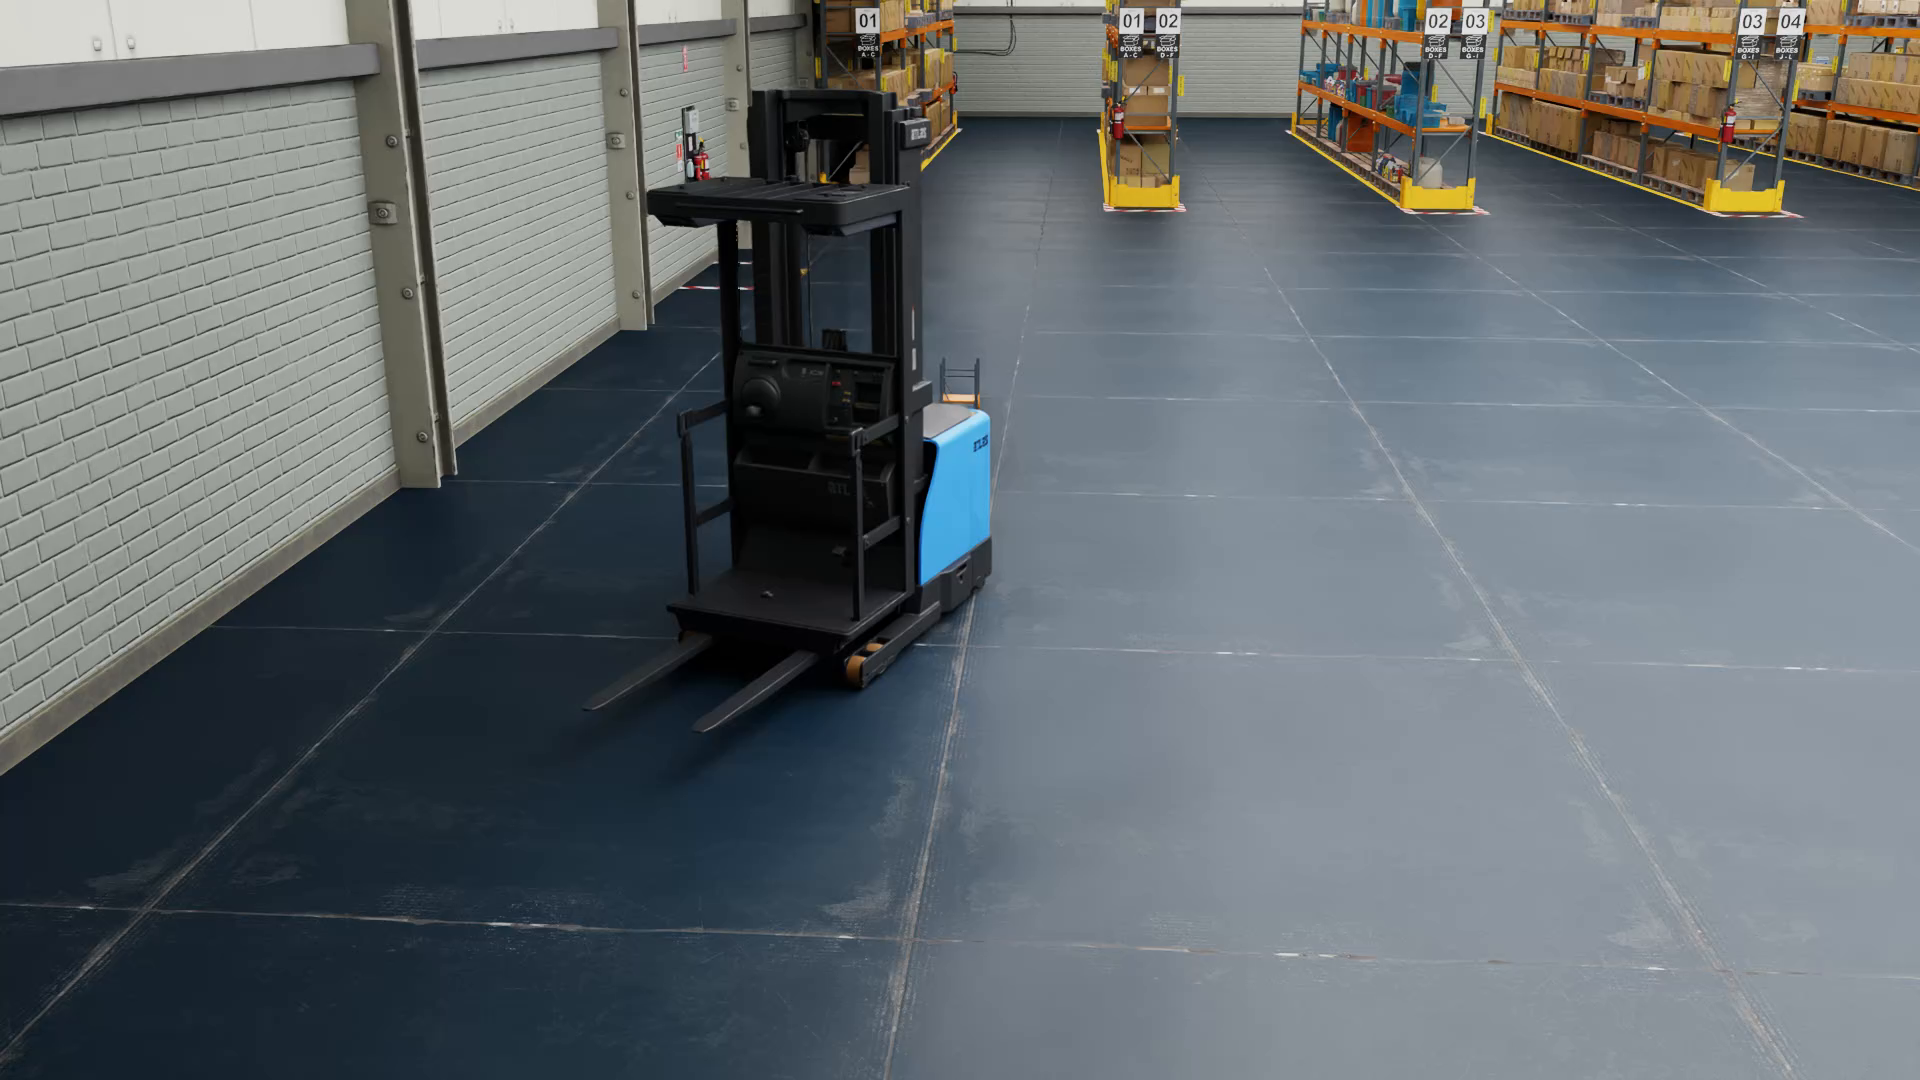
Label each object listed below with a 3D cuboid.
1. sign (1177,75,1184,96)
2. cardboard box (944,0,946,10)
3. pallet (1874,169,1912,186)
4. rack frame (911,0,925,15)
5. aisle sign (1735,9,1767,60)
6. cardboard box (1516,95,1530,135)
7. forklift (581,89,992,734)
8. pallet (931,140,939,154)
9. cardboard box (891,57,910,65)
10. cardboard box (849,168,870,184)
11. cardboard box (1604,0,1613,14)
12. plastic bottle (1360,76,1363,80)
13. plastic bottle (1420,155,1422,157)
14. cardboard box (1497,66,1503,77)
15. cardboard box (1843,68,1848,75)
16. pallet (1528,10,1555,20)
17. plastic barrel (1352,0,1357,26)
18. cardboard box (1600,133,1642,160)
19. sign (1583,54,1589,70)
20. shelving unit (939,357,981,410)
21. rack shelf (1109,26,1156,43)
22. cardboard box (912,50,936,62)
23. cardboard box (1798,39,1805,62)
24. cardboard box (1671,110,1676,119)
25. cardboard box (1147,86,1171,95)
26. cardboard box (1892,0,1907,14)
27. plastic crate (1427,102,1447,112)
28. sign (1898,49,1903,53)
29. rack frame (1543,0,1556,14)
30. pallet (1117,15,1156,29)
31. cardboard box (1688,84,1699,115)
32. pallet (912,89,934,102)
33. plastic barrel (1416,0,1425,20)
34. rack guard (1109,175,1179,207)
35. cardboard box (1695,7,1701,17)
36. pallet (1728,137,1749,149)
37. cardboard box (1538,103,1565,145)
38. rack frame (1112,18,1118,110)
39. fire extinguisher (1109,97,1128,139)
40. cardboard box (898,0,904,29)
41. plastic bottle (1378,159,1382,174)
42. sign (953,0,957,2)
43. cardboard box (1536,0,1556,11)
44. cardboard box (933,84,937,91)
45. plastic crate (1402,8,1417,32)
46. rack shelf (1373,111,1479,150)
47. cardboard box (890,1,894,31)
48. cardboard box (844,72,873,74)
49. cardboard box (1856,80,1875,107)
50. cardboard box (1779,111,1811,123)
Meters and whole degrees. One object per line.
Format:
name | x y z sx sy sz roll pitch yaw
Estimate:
sign | 3.669 -7.547 27.621 0.100 0.325 0.005 1 18 4
cardboard box | -0.602 -12.917 40.114 0.500 0.250 0.500 1 18 3
pallet | 18.203 -6.906 31.661 1.003 0.211 1.213 1 18 4
rack frame | -1.252 -12.557 34.794 1.000 3.000 0.127 1 18 4
aisle sign | 12.693 -8.113 26.690 0.394 0.787 0.004 1 18 4
cardboard box | 14.048 -10.290 40.246 0.875 0.875 0.875 1 18 4
forklift | -0.864 -0.781 8.599 1.130 2.935 3.031 8 20 22
pallet | -1.030 -9.002 38.058 1.003 0.211 1.213 1 18 4
cardboard box | -1.255 -10.063 34.908 0.380 0.149 0.250 -2 18 -5
cardboard box | -1.686 -6.366 29.145 0.500 0.311 0.500 -1 18 -2
cardboard box | 13.240 -10.787 33.247 0.500 0.500 0.500 1 18 4
plastic bottle | 9.177 -10.411 37.959 0.144 0.351 0.185 1 18 4
plastic bottle | 8.584 -6.987 30.976 0.144 0.351 0.185 1 18 2
cardboard box | 13.840 -11.786 41.839 0.500 0.250 0.500 1 18 2
cardboard box | 18.753 -9.818 34.843 0.380 0.149 0.250 1 18 2
pallet | 13.926 -12.254 38.829 1.003 0.211 1.213 1 18 4
plastic barrel | 8.302 -10.874 34.295 0.421 0.512 0.421 0 18 0
cardboard box | 13.515 -8.015 33.873 0.700 0.500 0.500 0 18 -1
sign | 13.016 -9.936 34.570 0.100 0.325 0.005 1 18 4
shelving unit | -0.001 -0.566 10.722 0.258 1.200 0.189 1 18 4
rack shelf | 3.546 -10.059 33.143 1.077 0.370 4.000 1 18 4
cardboard box | -0.826 -11.036 37.910 0.500 0.250 0.500 2 18 5
cardboard box | 19.072 -11.274 38.267 0.500 0.500 0.500 2 18 5
cardboard box | 12.903 -7.564 29.594 0.380 0.149 0.250 1 18 4
cardboard box | 3.359 -7.585 28.052 0.380 0.149 0.250 1 18 4
cardboard box | 18.129 -10.170 31.633 0.500 0.311 0.500 1 18 2
plastic crate | 8.534 -7.822 30.217 0.499 0.251 0.616 1 18 4
sign | 23.475 -12.101 41.520 0.100 0.325 0.005 1 18 4
rack frame | 13.857 -13.468 37.573 1.000 3.000 0.127 1 18 4
pallet | 3.277 -9.095 29.186 1.003 0.211 1.213 1 18 4
cardboard box | 13.058 -7.561 28.544 0.875 0.500 0.500 1 18 4
pallet | -1.197 -9.391 35.075 1.213 0.211 1.003 1 18 4
plastic barrel | 8.011 -9.072 27.998 0.600 0.588 0.600 0 18 0
rack guard | 3.114 -5.917 28.178 1.175 0.500 0.348 1 18 4
cardboard box | 12.912 -9.095 28.647 0.380 0.149 0.250 2 18 5
pallet | 18.809 -9.359 39.147 1.003 0.211 1.213 1 18 4
cardboard box | 13.767 -9.330 37.318 1.225 0.875 0.875 1 18 2
rack frame | 3.403 -8.355 31.603 1.000 3.000 0.127 1 18 4
fire extinguisher | 2.644 -7.049 27.743 0.296 0.674 0.183 1 18 4
cardboard box | -1.328 -9.783 30.953 0.500 0.500 0.500 2 18 5
plastic bottle | 7.887 -6.967 31.037 0.152 0.276 0.135 2 18 6
sign | -0.138 -13.983 42.668 0.100 0.325 0.005 1 18 4
cardboard box | 13.853 -12.581 38.689 0.700 0.500 0.500 0 18 1
cardboard box | -0.725 -10.486 38.478 0.380 0.149 0.250 1 18 4
plastic crate | 7.893 -9.017 28.834 0.392 0.384 0.575 1 18 4
rack shelf | 8.199 -7.280 29.478 1.077 0.370 4.000 1 18 4
cardboard box | -1.445 -9.130 28.959 0.500 0.500 0.500 2 18 6
cardboard box | -1.863 -8.302 30.447 0.500 0.500 0.500 2 18 5
cardboard box | 18.138 -8.832 32.899 0.500 0.500 0.500 1 18 4
cardboard box | 18.403 -9.296 36.610 0.500 0.250 0.500 2 18 6
